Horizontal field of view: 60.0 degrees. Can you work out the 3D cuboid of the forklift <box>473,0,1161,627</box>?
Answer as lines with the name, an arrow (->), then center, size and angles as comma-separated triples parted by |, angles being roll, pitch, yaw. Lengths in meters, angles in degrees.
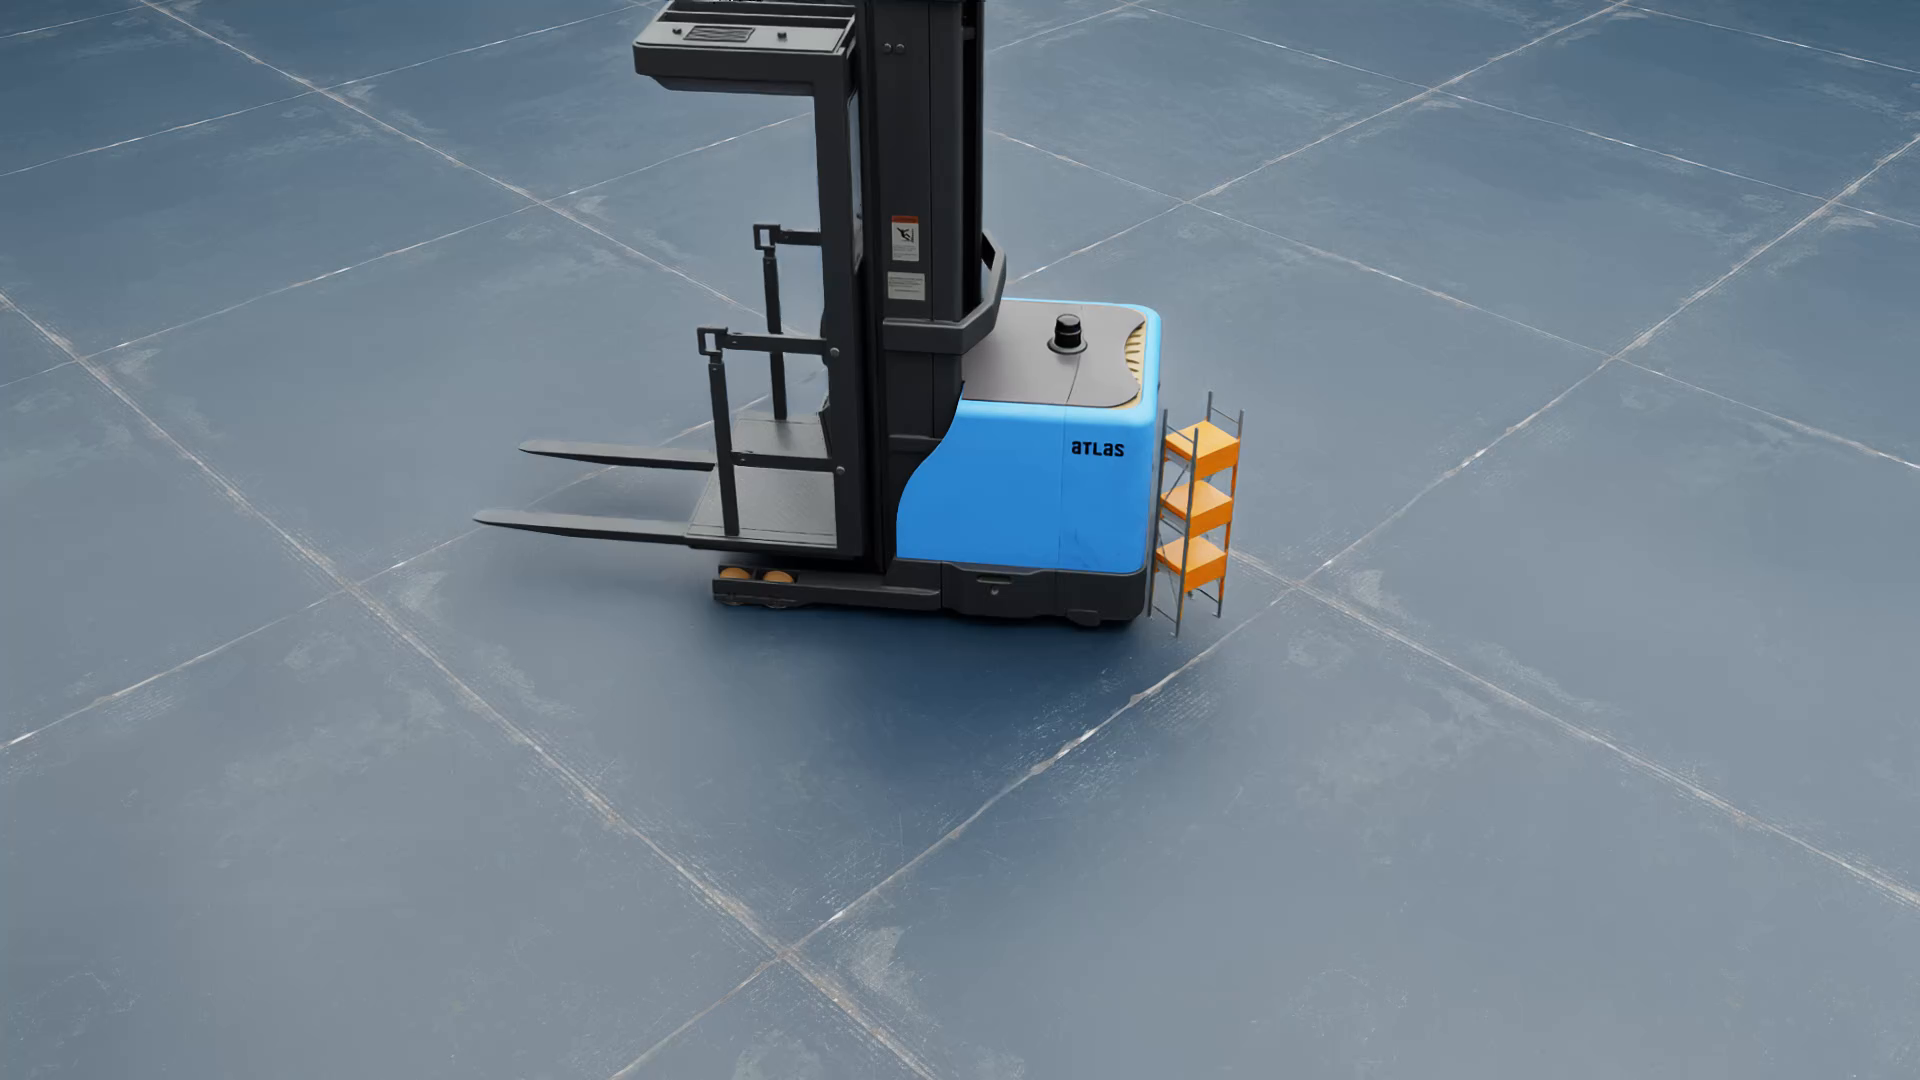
forklift -> -0.656, -1.195, 6.901 | 3.031, 2.935, 1.130 | 4, 35, 6

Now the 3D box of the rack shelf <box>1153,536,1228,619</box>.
rack shelf -> 0.979, 0.143, 7.132 | 0.240, 0.259, 0.215 | -22, 41, -29

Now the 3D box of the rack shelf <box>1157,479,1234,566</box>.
rack shelf -> 0.979, -0.085, 6.973 | 0.240, 0.259, 0.215 | -22, 41, -29

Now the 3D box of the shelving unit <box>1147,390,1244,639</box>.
shelving unit -> 0.979, -0.094, 6.967 | 0.252, 1.050, 0.215 | -22, 41, -29

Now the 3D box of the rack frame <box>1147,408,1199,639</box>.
rack frame -> 0.880, -0.053, 6.908 | 0.008, 1.050, 0.200 | -22, 41, -29

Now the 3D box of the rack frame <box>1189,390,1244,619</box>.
rack frame -> 1.078, -0.135, 7.025 | 0.008, 1.050, 0.200 | -22, 41, -29

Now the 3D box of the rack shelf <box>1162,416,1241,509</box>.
rack shelf -> 0.979, -0.318, 6.810 | 0.240, 0.259, 0.215 | -22, 41, -29
